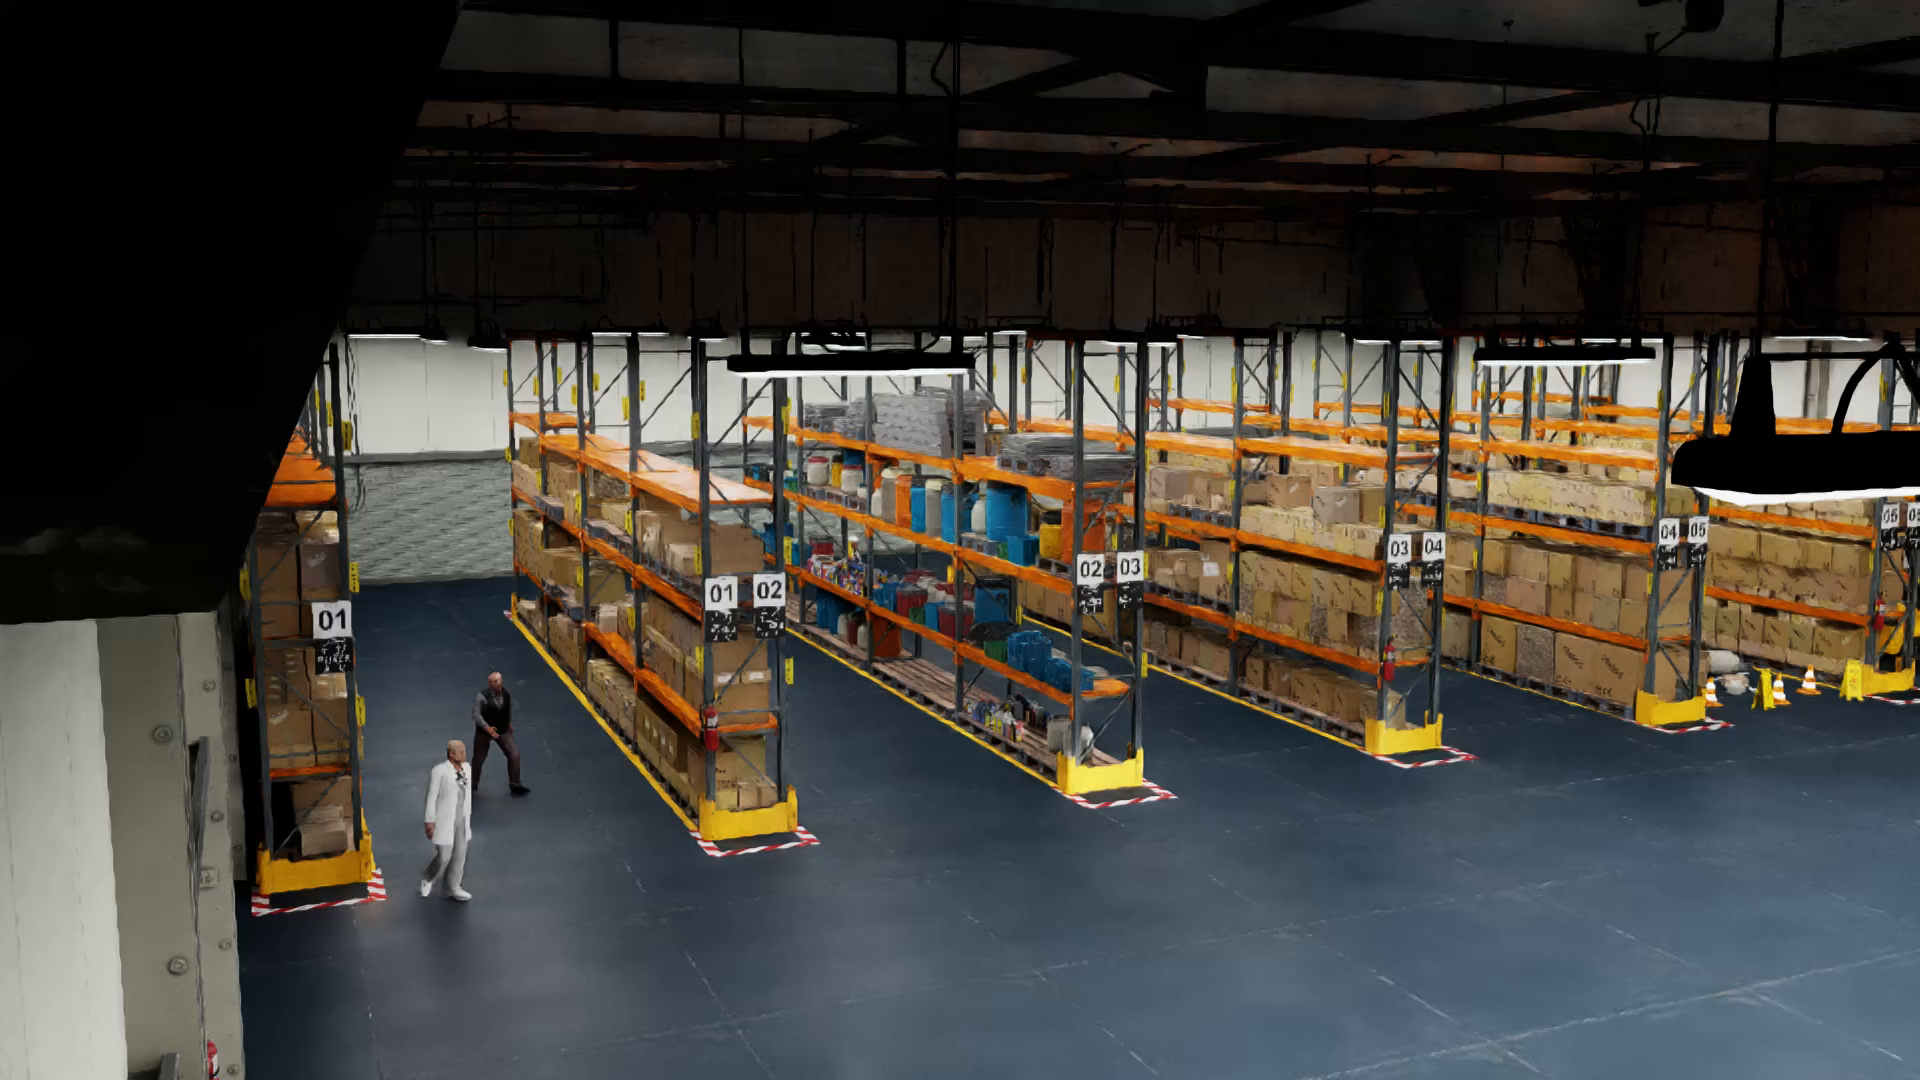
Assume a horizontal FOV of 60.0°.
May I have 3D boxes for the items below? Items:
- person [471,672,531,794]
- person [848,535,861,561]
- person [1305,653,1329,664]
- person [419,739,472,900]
[{"bbox_3d":[-6.158,2.532,21.948,0.674,1.660,0.841,-6,10,-40],"label":"person"},{"bbox_3d":[-2.303,0.769,34.427,0.515,1.766,0.570,3,8,22],"label":"person"},{"bbox_3d":[6.555,1.461,30.081,0.593,1.603,0.515,-4,9,-24],"label":"person"},{"bbox_3d":[-5.570,3.019,18.009,0.594,1.772,0.627,5,9,32],"label":"person"}]
